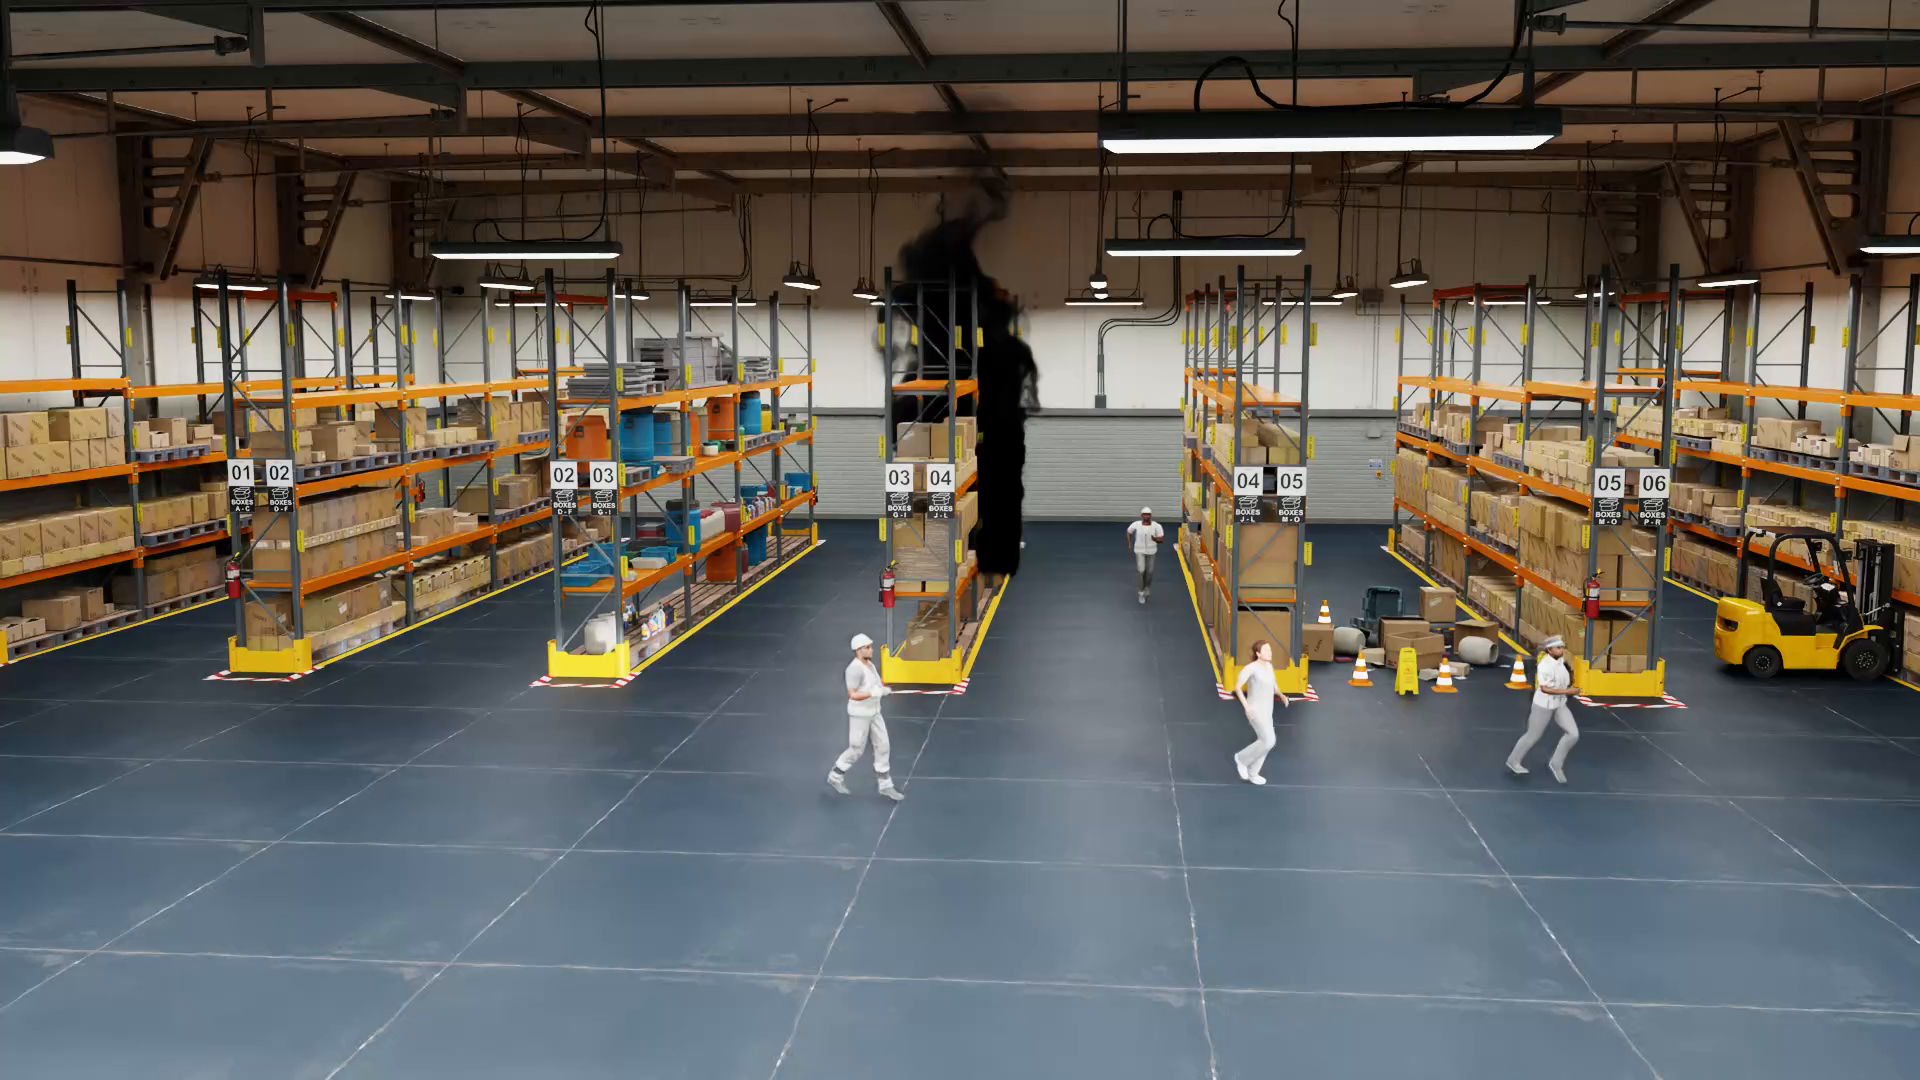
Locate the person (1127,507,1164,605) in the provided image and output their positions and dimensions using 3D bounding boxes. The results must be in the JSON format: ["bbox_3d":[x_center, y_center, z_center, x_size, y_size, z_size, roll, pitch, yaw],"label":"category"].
[{"bbox_3d":[3.534,0.275,31.666,0.677,1.821,0.820,0,7,-2],"label":"person"}]

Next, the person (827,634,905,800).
[{"bbox_3d":[-1.029,1.905,17.961,0.882,1.794,0.648,3,8,23],"label":"person"}]

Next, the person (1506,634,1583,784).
[{"bbox_3d":[6.664,1.892,18.800,0.583,1.718,0.868,-5,9,-35],"label":"person"}]

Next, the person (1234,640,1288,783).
[{"bbox_3d":[3.395,1.949,18.697,0.549,1.598,0.576,6,9,43],"label":"person"}]
